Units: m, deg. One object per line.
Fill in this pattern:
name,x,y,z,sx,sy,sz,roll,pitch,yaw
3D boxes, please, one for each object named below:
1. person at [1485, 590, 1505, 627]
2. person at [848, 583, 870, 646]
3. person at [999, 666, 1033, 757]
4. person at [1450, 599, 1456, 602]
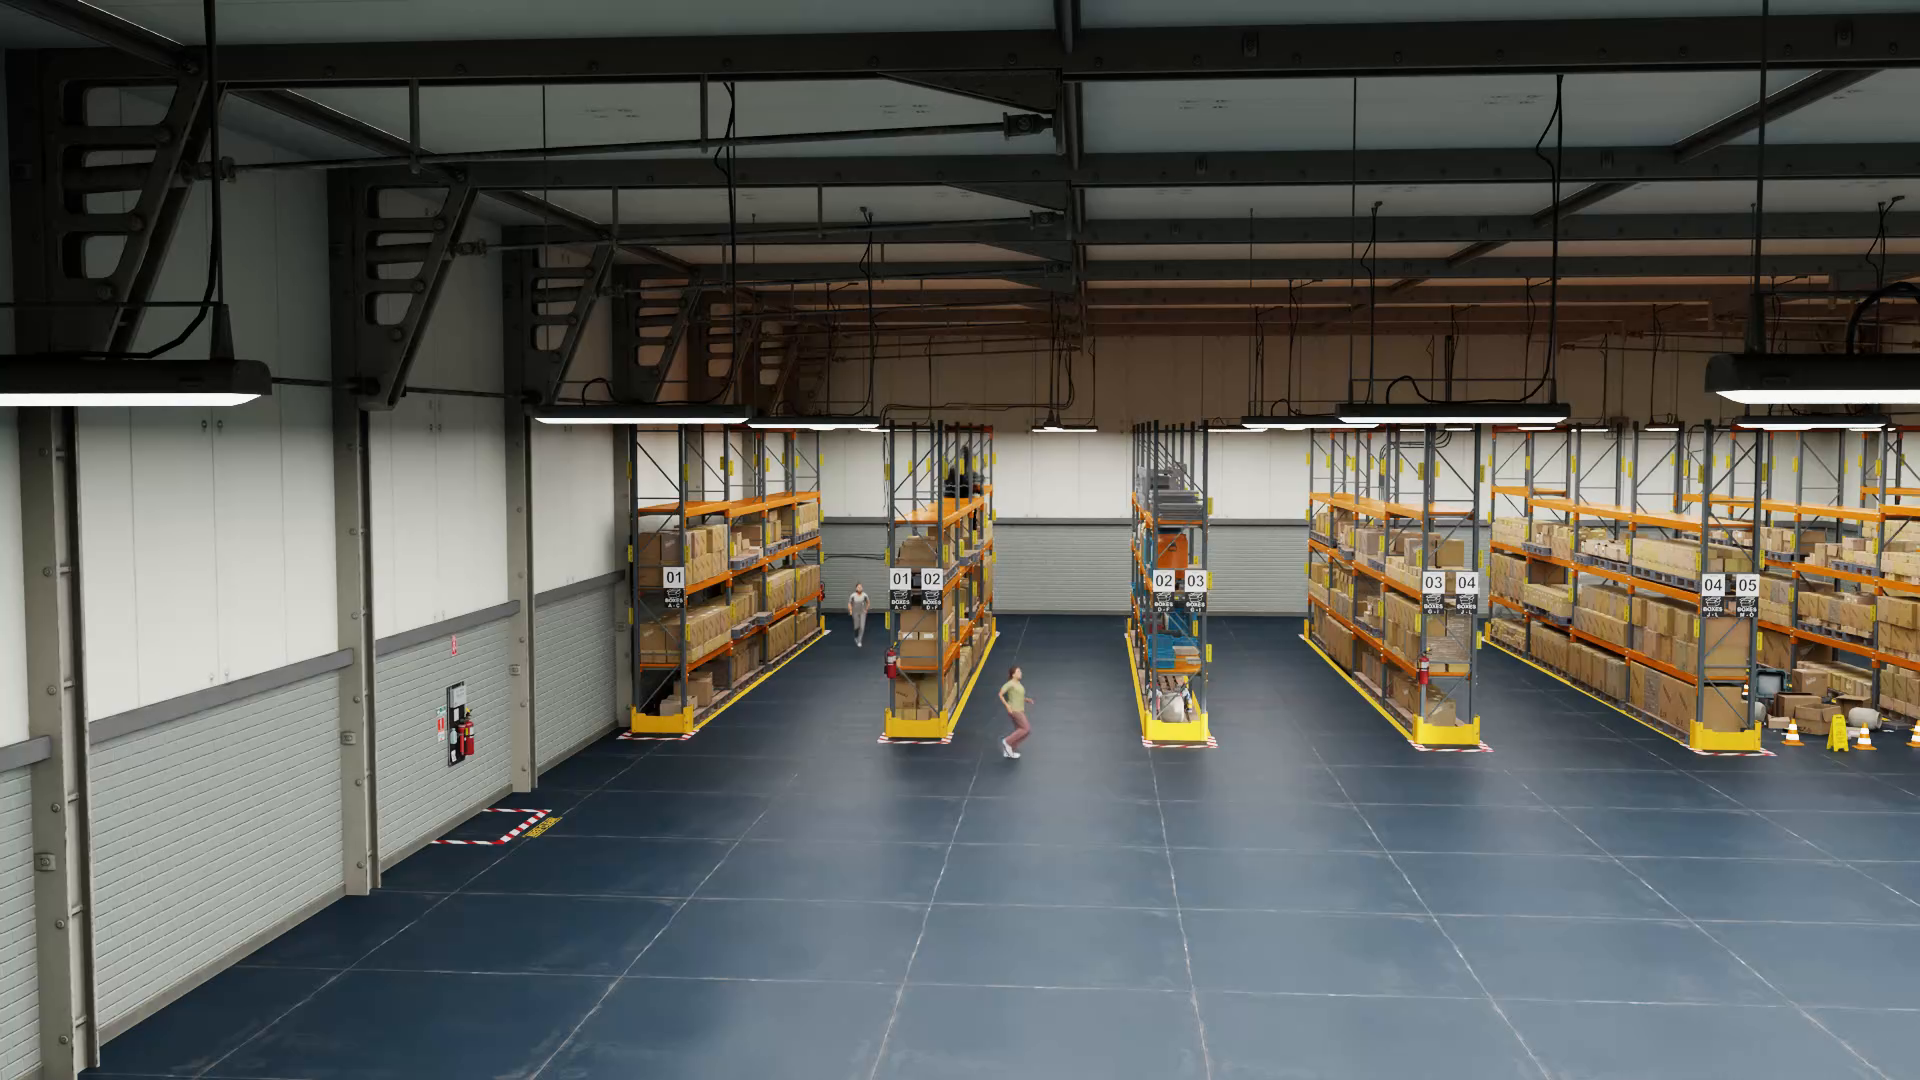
person,15.388,1.826,47.536,0.858,1.824,0.648,-1,4,-12
person,-2.594,1.917,42.821,0.555,1.628,0.529,0,4,-7
person,1.026,3.038,29.402,0.548,1.630,0.573,2,4,23
person,13.457,1.997,45.398,0.582,1.747,0.733,1,4,18
